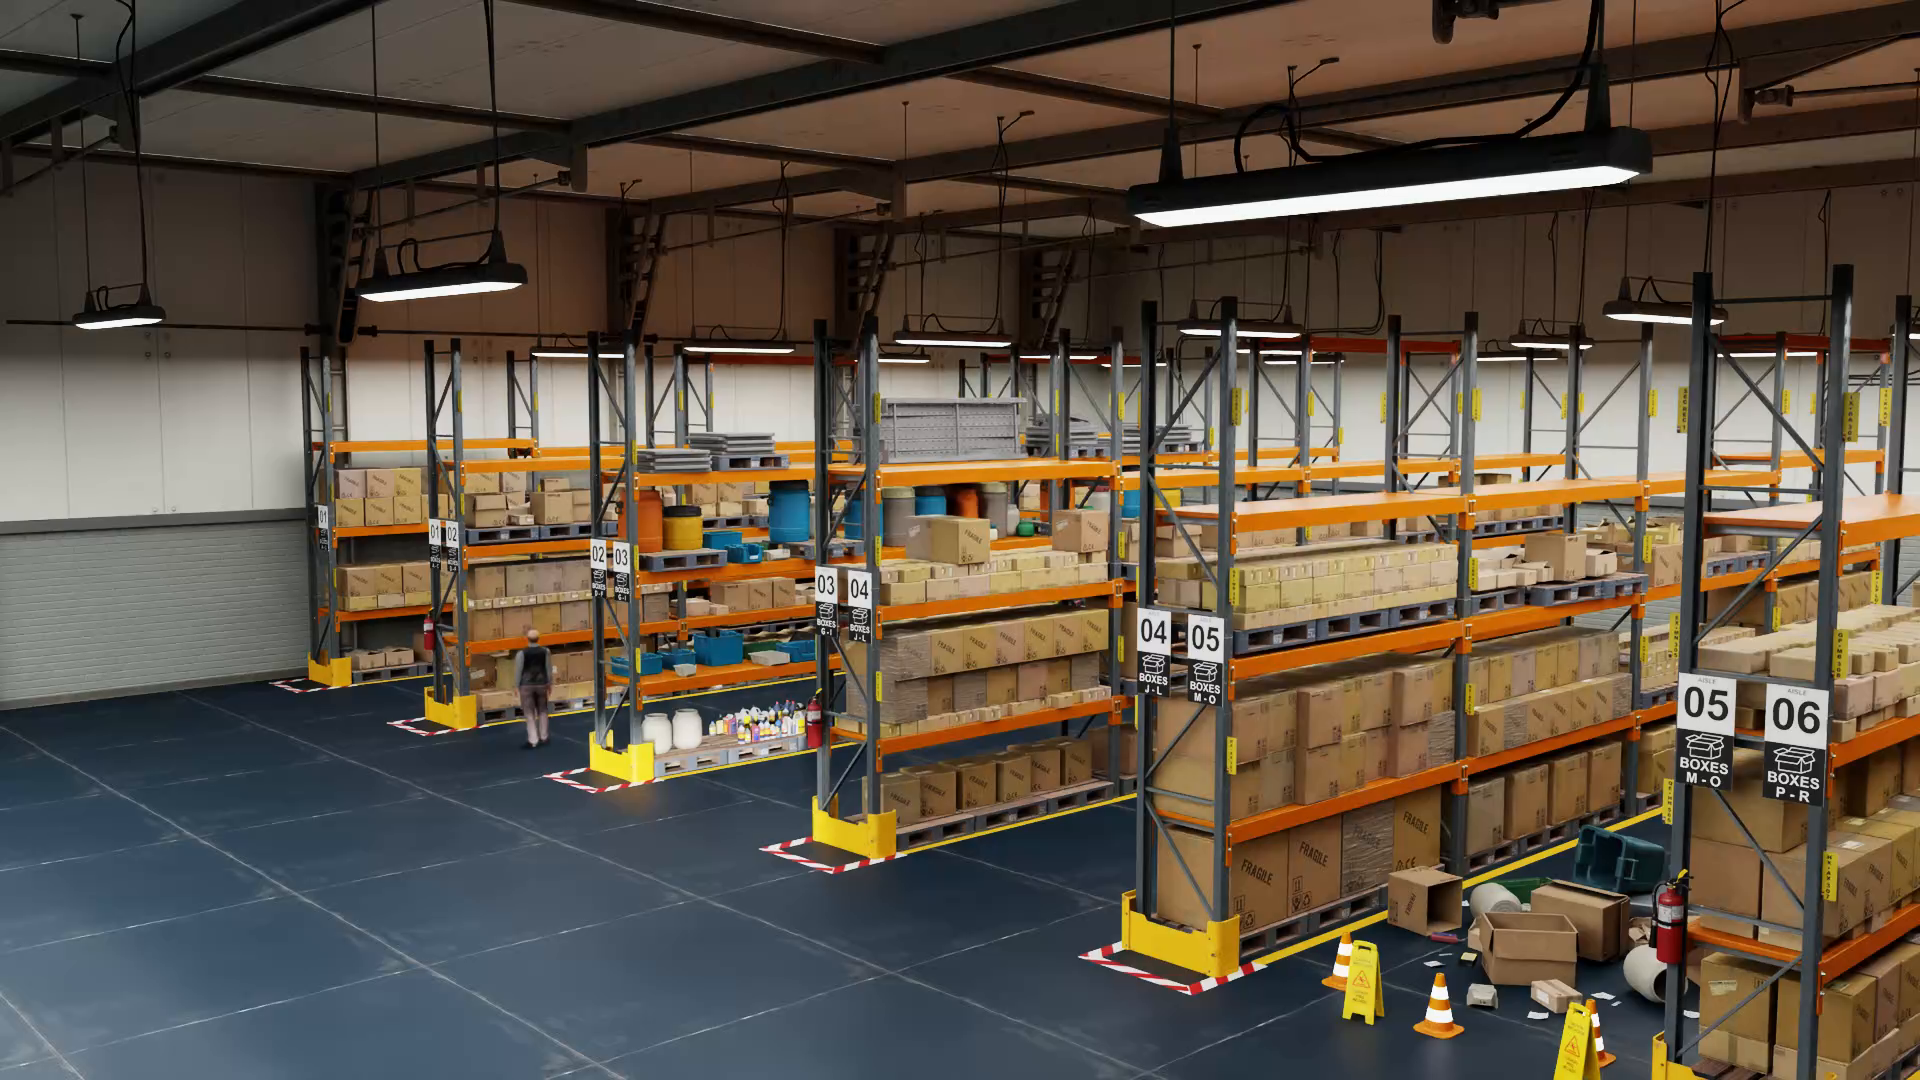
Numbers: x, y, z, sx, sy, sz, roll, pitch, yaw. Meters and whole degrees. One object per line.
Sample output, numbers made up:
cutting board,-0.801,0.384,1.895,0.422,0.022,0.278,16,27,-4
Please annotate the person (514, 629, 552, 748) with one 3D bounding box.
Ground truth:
person,-6.279,2.161,24.368,0.586,1.732,0.534,-4,6,-39
